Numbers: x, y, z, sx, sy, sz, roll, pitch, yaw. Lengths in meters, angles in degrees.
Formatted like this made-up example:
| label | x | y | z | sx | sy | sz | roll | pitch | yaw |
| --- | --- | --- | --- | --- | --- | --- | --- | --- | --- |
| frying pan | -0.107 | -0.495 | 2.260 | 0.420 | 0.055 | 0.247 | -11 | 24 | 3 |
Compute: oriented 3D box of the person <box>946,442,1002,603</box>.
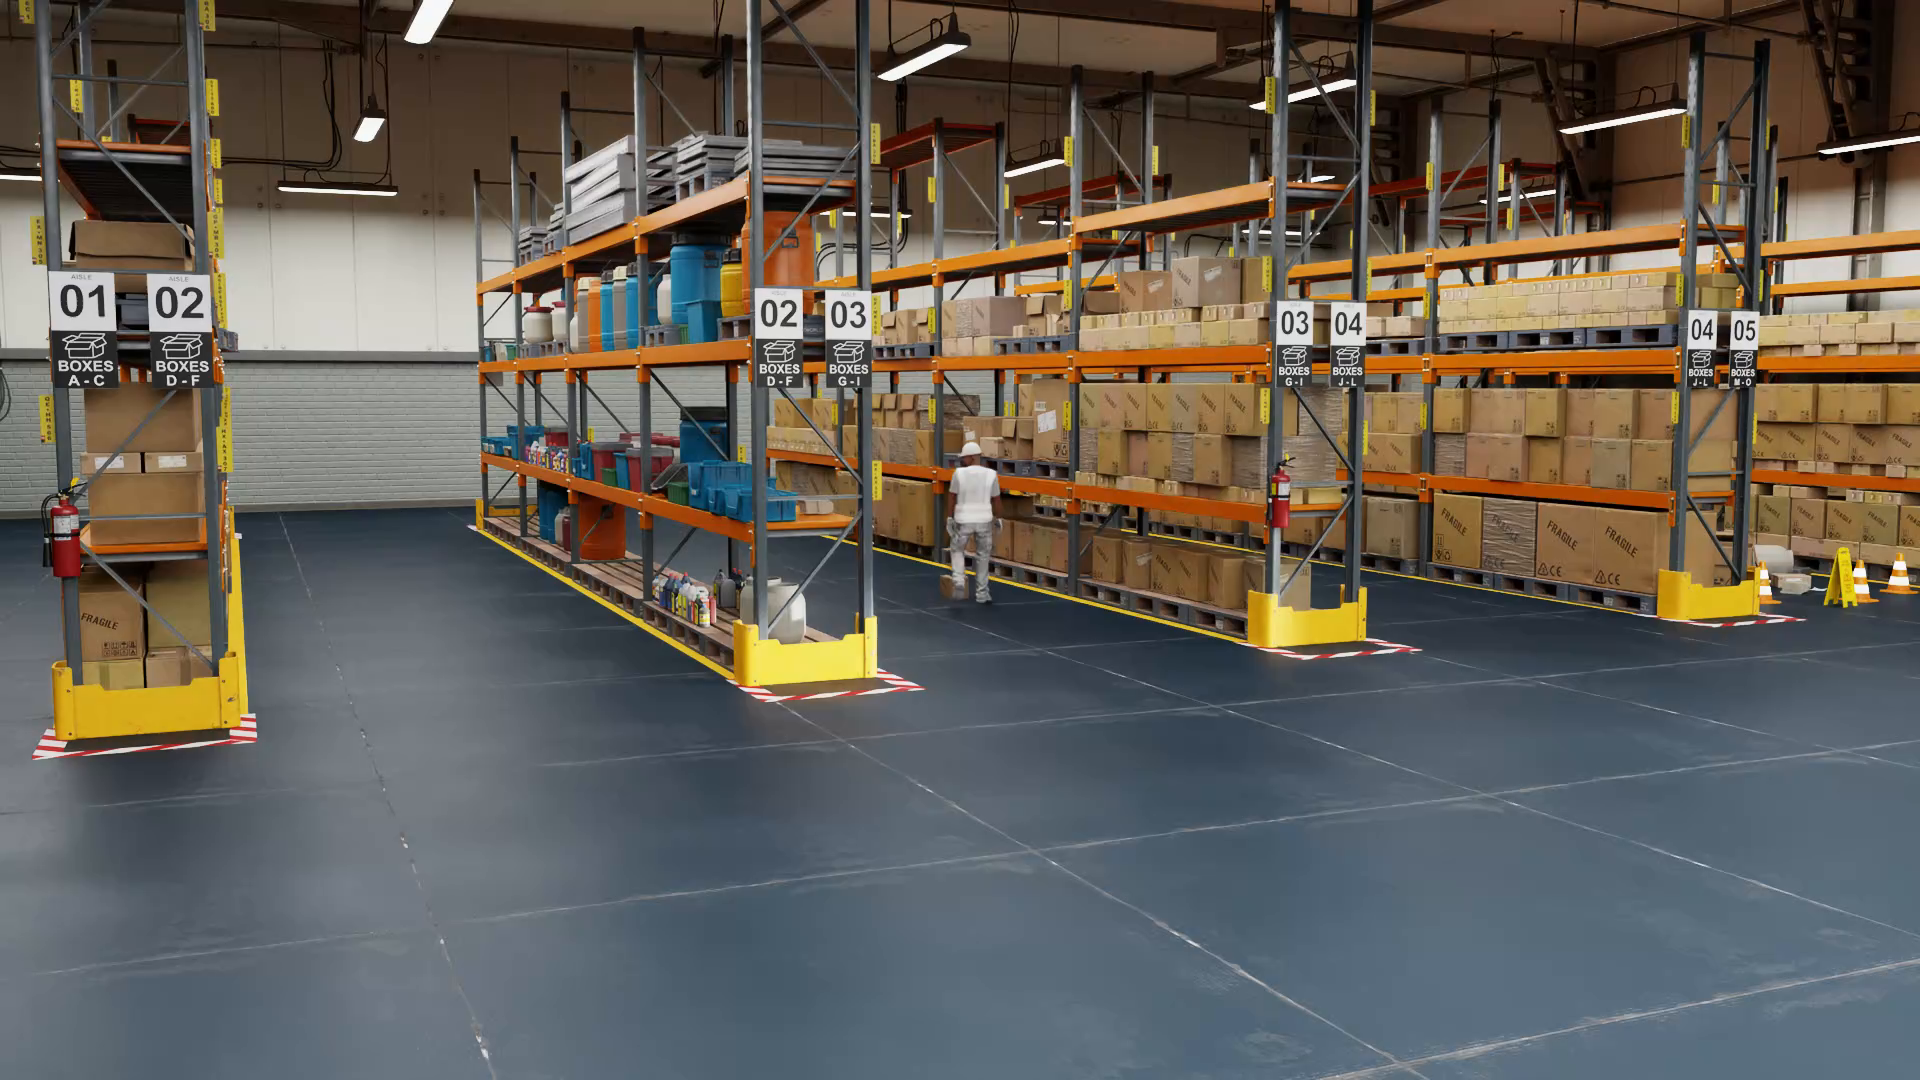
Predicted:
| label | x | y | z | sx | sy | sz | roll | pitch | yaw |
| --- | --- | --- | --- | --- | --- | --- | --- | --- | --- |
| person | 0.161 | -0.191 | 18.422 | 0.622 | 1.778 | 0.517 | 0 | 5 | 0 |
